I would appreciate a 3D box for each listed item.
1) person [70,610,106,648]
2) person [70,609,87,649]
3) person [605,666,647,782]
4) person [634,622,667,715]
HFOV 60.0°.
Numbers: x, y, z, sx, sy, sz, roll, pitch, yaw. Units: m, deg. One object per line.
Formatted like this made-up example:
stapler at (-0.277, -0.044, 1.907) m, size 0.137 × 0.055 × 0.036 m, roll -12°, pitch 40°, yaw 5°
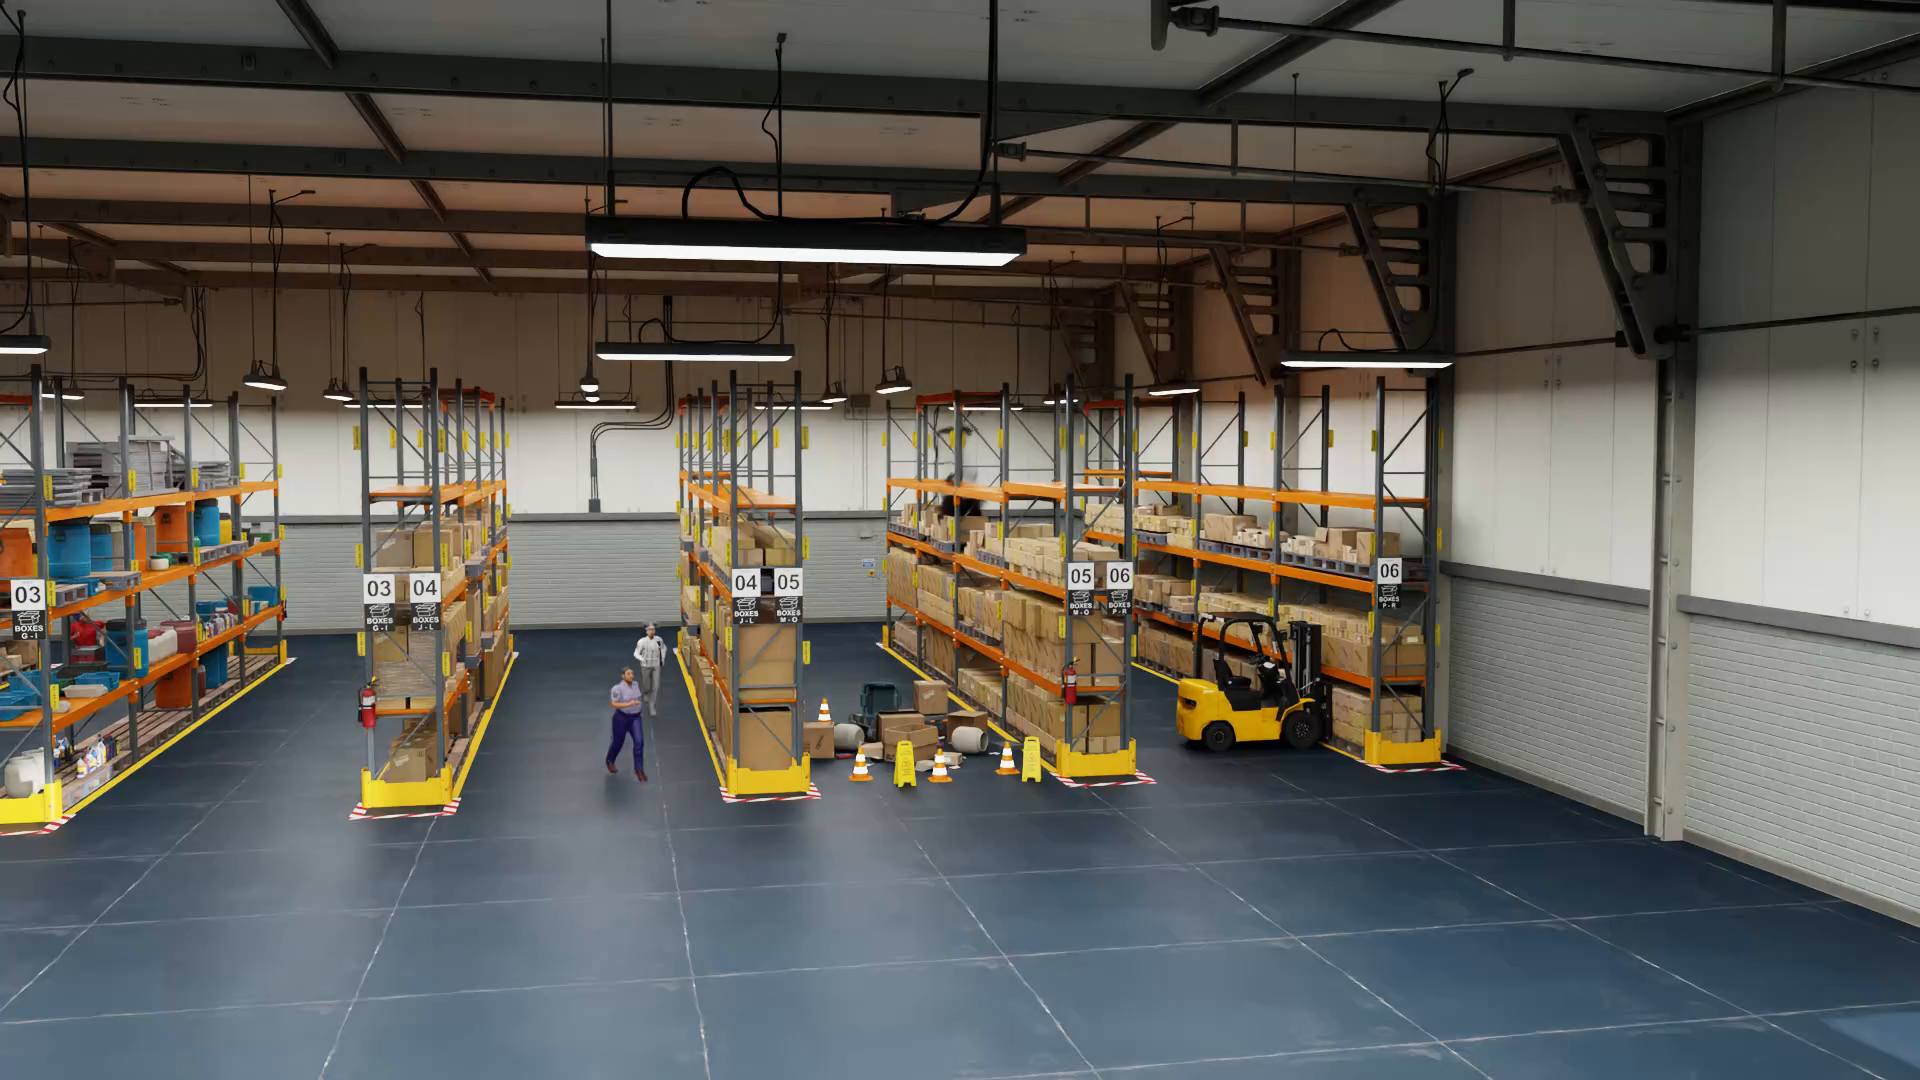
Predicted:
person at (-17.006, 2.241, 32.385) m, size 0.640 × 1.803 × 0.863 m, roll -1°, pitch 3°, yaw -13°
person at (-20.008, 1.941, 37.712) m, size 0.845 × 1.679 × 0.565 m, roll 2°, pitch 4°, yaw 33°
person at (-4.951, 2.694, 24.643) m, size 0.590 × 1.670 × 0.909 m, roll -3°, pitch 5°, yaw -41°
person at (-5.706, 2.360, 30.720) m, size 0.624 × 1.711 × 0.817 m, roll -1°, pitch 4°, yaw -19°
